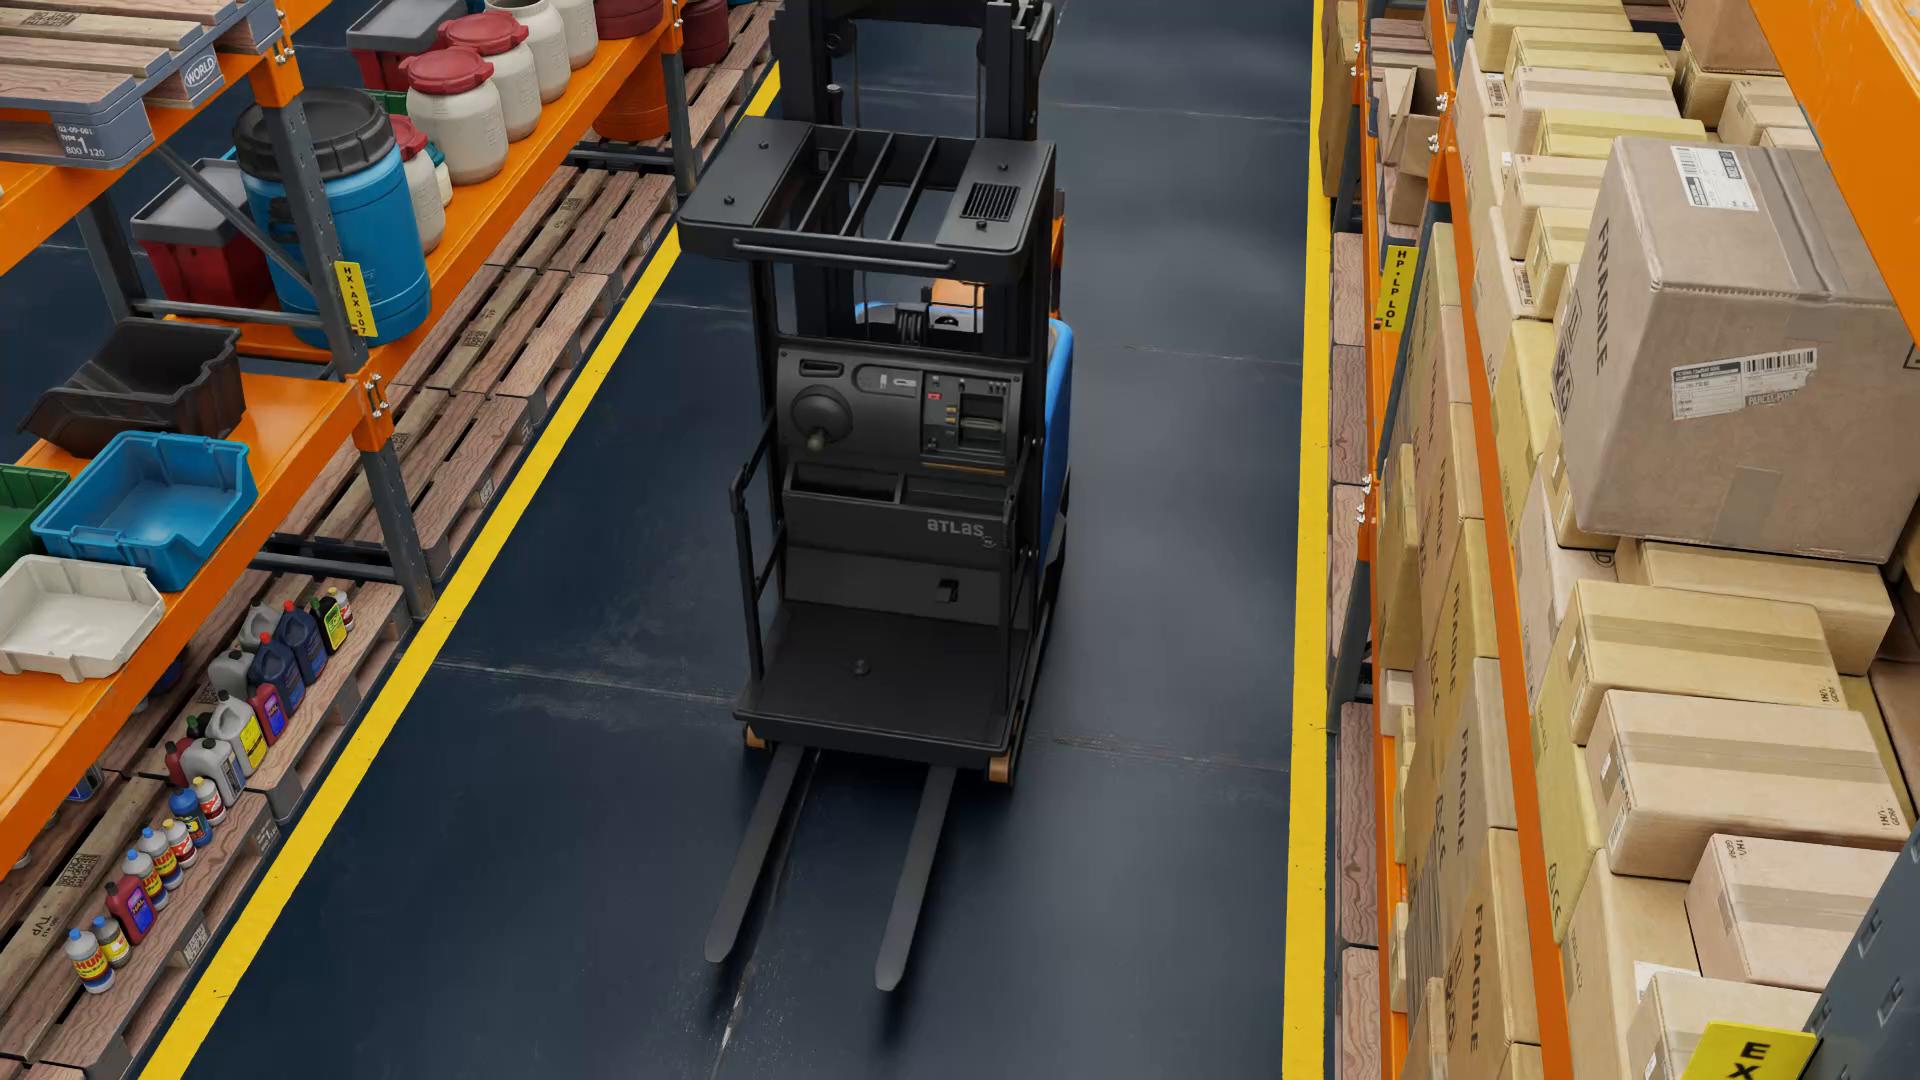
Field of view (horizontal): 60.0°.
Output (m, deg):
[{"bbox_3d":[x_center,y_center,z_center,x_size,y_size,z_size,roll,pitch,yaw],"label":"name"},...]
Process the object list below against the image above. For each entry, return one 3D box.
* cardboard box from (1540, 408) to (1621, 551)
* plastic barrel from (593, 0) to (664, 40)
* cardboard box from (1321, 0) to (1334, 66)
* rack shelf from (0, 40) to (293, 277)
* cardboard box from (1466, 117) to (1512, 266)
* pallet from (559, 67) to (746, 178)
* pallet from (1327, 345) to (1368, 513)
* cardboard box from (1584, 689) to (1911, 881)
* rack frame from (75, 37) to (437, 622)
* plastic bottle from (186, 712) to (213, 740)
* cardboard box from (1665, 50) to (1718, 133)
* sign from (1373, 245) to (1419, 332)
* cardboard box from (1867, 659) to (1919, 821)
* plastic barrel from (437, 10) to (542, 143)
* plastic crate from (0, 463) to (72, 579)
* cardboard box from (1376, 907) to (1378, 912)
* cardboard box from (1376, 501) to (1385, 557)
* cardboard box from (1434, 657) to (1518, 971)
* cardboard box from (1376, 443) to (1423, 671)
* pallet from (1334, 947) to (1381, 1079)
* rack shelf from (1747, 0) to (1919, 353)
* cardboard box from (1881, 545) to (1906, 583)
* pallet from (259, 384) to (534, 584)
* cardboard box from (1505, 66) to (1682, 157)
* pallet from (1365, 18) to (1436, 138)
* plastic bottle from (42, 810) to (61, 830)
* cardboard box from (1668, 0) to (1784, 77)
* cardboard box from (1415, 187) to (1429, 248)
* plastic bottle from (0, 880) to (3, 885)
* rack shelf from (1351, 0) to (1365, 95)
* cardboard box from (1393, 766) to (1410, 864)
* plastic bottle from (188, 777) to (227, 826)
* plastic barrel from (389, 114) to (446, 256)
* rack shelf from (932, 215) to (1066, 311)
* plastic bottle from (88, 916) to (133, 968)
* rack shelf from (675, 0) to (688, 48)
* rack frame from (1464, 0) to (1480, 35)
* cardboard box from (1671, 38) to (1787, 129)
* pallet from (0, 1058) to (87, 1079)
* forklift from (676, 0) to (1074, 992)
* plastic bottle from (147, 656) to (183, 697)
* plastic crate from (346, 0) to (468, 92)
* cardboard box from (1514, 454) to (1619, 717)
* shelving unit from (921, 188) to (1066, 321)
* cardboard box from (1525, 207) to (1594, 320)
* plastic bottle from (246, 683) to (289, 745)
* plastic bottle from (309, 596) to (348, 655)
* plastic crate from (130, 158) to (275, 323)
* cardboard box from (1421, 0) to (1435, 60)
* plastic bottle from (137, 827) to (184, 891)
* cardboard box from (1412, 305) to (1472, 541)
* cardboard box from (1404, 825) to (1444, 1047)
[{"bbox_3d":[1.297,-0.105,3.071,0.380,0.149,0.250,5,40,5],"label":"cardboard box"},{"bbox_3d":[-1.952,-3.124,9.164,0.600,0.536,0.708,6,40,8],"label":"plastic barrel"},{"bbox_3d":[3.156,-3.738,11.352,1.225,0.875,0.875,5,40,6],"label":"cardboard box"},{"bbox_3d":[-3.208,-0.509,4.319,1.077,0.370,4.000,6,40,8],"label":"rack shelf"},{"bbox_3d":[1.599,-0.851,4.286,0.500,0.250,0.500,6,40,7],"label":"cardboard box"},{"bbox_3d":[-2.075,-2.821,11.093,1.003,0.211,1.213,6,40,8],"label":"pallet"},{"bbox_3d":[2.358,-0.521,8.312,1.003,0.211,1.213,6,40,8],"label":"pallet"},{"bbox_3d":[1.165,0.376,2.489,0.380,0.149,0.250,5,40,6],"label":"cardboard box"},{"bbox_3d":[-2.862,-0.886,6.564,1.000,3.000,0.127,6,40,8],"label":"rack frame"},{"bbox_3d":[-2.884,0.756,6.365,0.061,0.283,0.133,6,40,8],"label":"plastic bottle"},{"bbox_3d":[2.194,-1.123,4.614,0.500,0.250,0.500,8,40,9],"label":"cardboard box"},{"bbox_3d":[1.469,-0.845,5.606,0.100,0.325,0.005,6,40,8],"label":"sign"},{"bbox_3d":[1.745,0.474,2.683,0.500,0.250,0.500,6,40,7],"label":"cardboard box"},{"bbox_3d":[-2.279,-2.246,8.103,0.433,0.535,0.433,0,40,0],"label":"plastic barrel"},{"bbox_3d":[-3.375,0.017,5.639,0.450,0.188,0.662,6,40,8],"label":"plastic crate"},{"bbox_3d":[1.816,1.069,5.832,0.500,0.500,0.500,19,43,21],"label":"cardboard box"},{"bbox_3d":[1.627,0.015,5.672,0.380,0.149,0.250,6,40,8],"label":"cardboard box"},{"bbox_3d":[1.346,0.632,3.632,0.500,0.500,0.500,6,40,8],"label":"cardboard box"},{"bbox_3d":[1.756,0.093,5.068,0.875,0.500,0.500,6,40,8],"label":"cardboard box"},{"bbox_3d":[1.726,1.929,5.349,1.003,0.211,1.213,6,40,8],"label":"pallet"},{"bbox_3d":[1.670,-1.118,2.704,1.077,0.370,4.000,6,40,8],"label":"rack shelf"},{"bbox_3d":[1.858,-0.041,2.993,0.380,0.149,0.250,5,40,6],"label":"cardboard box"},{"bbox_3d":[-2.764,-0.308,8.054,1.003,0.211,1.213,6,40,8],"label":"pallet"},{"bbox_3d":[1.609,-1.078,4.248,0.380,0.149,0.250,7,40,8],"label":"cardboard box"},{"bbox_3d":[2.690,-2.317,8.446,1.213,0.211,1.003,6,40,8],"label":"pallet"},{"bbox_3d":[-3.422,0.972,6.168,0.097,0.201,0.097,0,40,0],"label":"plastic bottle"},{"bbox_3d":[2.189,-1.531,4.286,0.500,0.500,0.500,5,40,6],"label":"cardboard box"},{"bbox_3d":[2.292,-1.216,6.163,1.000,1.000,1.000,7,40,8],"label":"cardboard box"},{"bbox_3d":[-3.493,1.157,5.879,0.061,0.283,0.133,6,40,8],"label":"plastic bottle"},{"bbox_3d":[3.054,-3.828,10.687,1.077,0.370,4.000,6,40,8],"label":"rack shelf"},{"bbox_3d":[1.436,0.802,4.720,0.380,0.149,0.250,6,40,8],"label":"cardboard box"},{"bbox_3d":[-2.804,0.961,6.181,0.097,0.201,0.097,0,40,0],"label":"plastic bottle"},{"bbox_3d":[-2.481,-1.514,7.218,0.433,0.535,0.433,0,40,0],"label":"plastic barrel"},{"bbox_3d":[0.171,-1.221,7.982,0.538,0.278,1.000,7,40,8],"label":"rack shelf"},{"bbox_3d":[-2.916,1.365,5.692,0.097,0.201,0.097,0,40,0],"label":"plastic bottle"},{"bbox_3d":[-1.824,-4.374,11.348,1.077,0.370,4.000,6,40,8],"label":"rack shelf"},{"bbox_3d":[2.016,-2.651,3.992,1.000,3.000,0.127,6,40,8],"label":"rack frame"},{"bbox_3d":[2.108,-1.198,4.392,0.380,0.149,0.250,7,40,8],"label":"cardboard box"},{"bbox_3d":[-3.442,2.137,5.096,1.003,0.211,1.213,6,40,8],"label":"pallet"},{"bbox_3d":[-0.268,-0.413,6.046,1.130,2.935,3.031,7,40,8],"label":"forklift"},{"bbox_3d":[-3.268,0.443,6.691,0.144,0.351,0.185,6,40,8],"label":"plastic bottle"},{"bbox_3d":[-2.751,-2.440,8.394,0.402,0.464,0.583,6,40,8],"label":"plastic crate"},{"bbox_3d":[1.338,0.108,3.126,0.500,0.250,0.500,7,40,9],"label":"cardboard box"},{"bbox_3d":[0.171,-0.996,8.168,0.538,1.125,1.048,7,40,8],"label":"shelving unit"},{"bbox_3d":[1.468,-0.599,3.668,0.380,0.149,0.250,6,40,7],"label":"cardboard box"},{"bbox_3d":[-2.710,0.655,6.487,0.061,0.283,0.133,9,40,11],"label":"plastic bottle"},{"bbox_3d":[-2.620,0.330,6.880,0.061,0.283,0.133,8,40,10],"label":"plastic bottle"},{"bbox_3d":[-3.080,-1.248,6.952,0.402,0.464,0.583,6,40,8],"label":"plastic crate"},{"bbox_3d":[2.654,-2.707,8.359,0.500,0.500,0.500,2,40,2],"label":"cardboard box"},{"bbox_3d":[-2.857,1.125,5.928,0.097,0.271,0.097,0,40,0],"label":"plastic bottle"},{"bbox_3d":[1.603,-0.310,4.771,0.500,0.500,0.500,6,40,8],"label":"cardboard box"},{"bbox_3d":[1.544,1.040,3.924,0.875,0.500,0.500,6,40,8],"label":"cardboard box"}]
